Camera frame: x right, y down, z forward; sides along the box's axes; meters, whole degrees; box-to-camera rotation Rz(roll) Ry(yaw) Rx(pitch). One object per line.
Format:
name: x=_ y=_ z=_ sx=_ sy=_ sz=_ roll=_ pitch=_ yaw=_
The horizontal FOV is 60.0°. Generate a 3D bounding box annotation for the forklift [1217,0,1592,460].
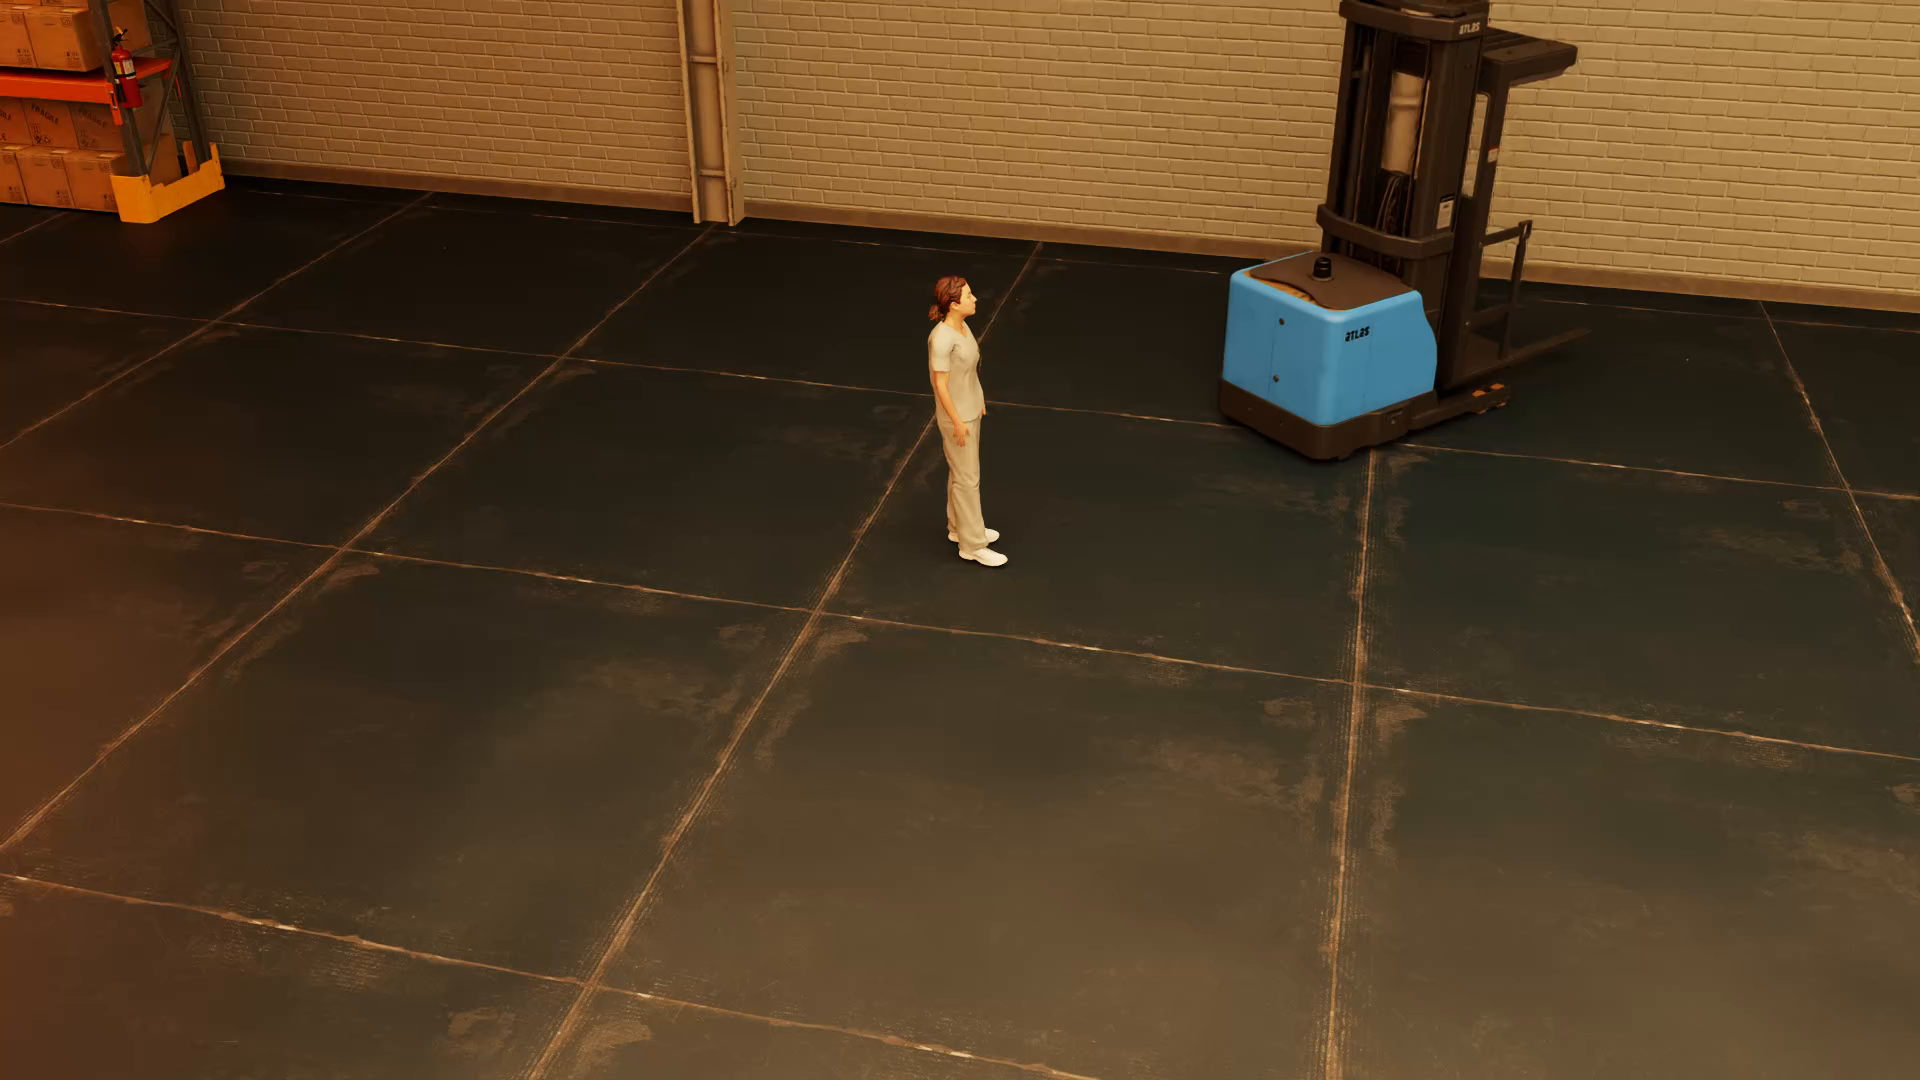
forklift: x=3.299 y=-2.357 z=11.331 sx=3.031 sy=2.935 sz=1.130 roll=-19 pitch=35 yaw=-30

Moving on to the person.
person: x=0.069 y=-0.720 z=9.700 sx=0.548 sy=1.673 sz=0.550 roll=7 pitch=30 yaw=12
